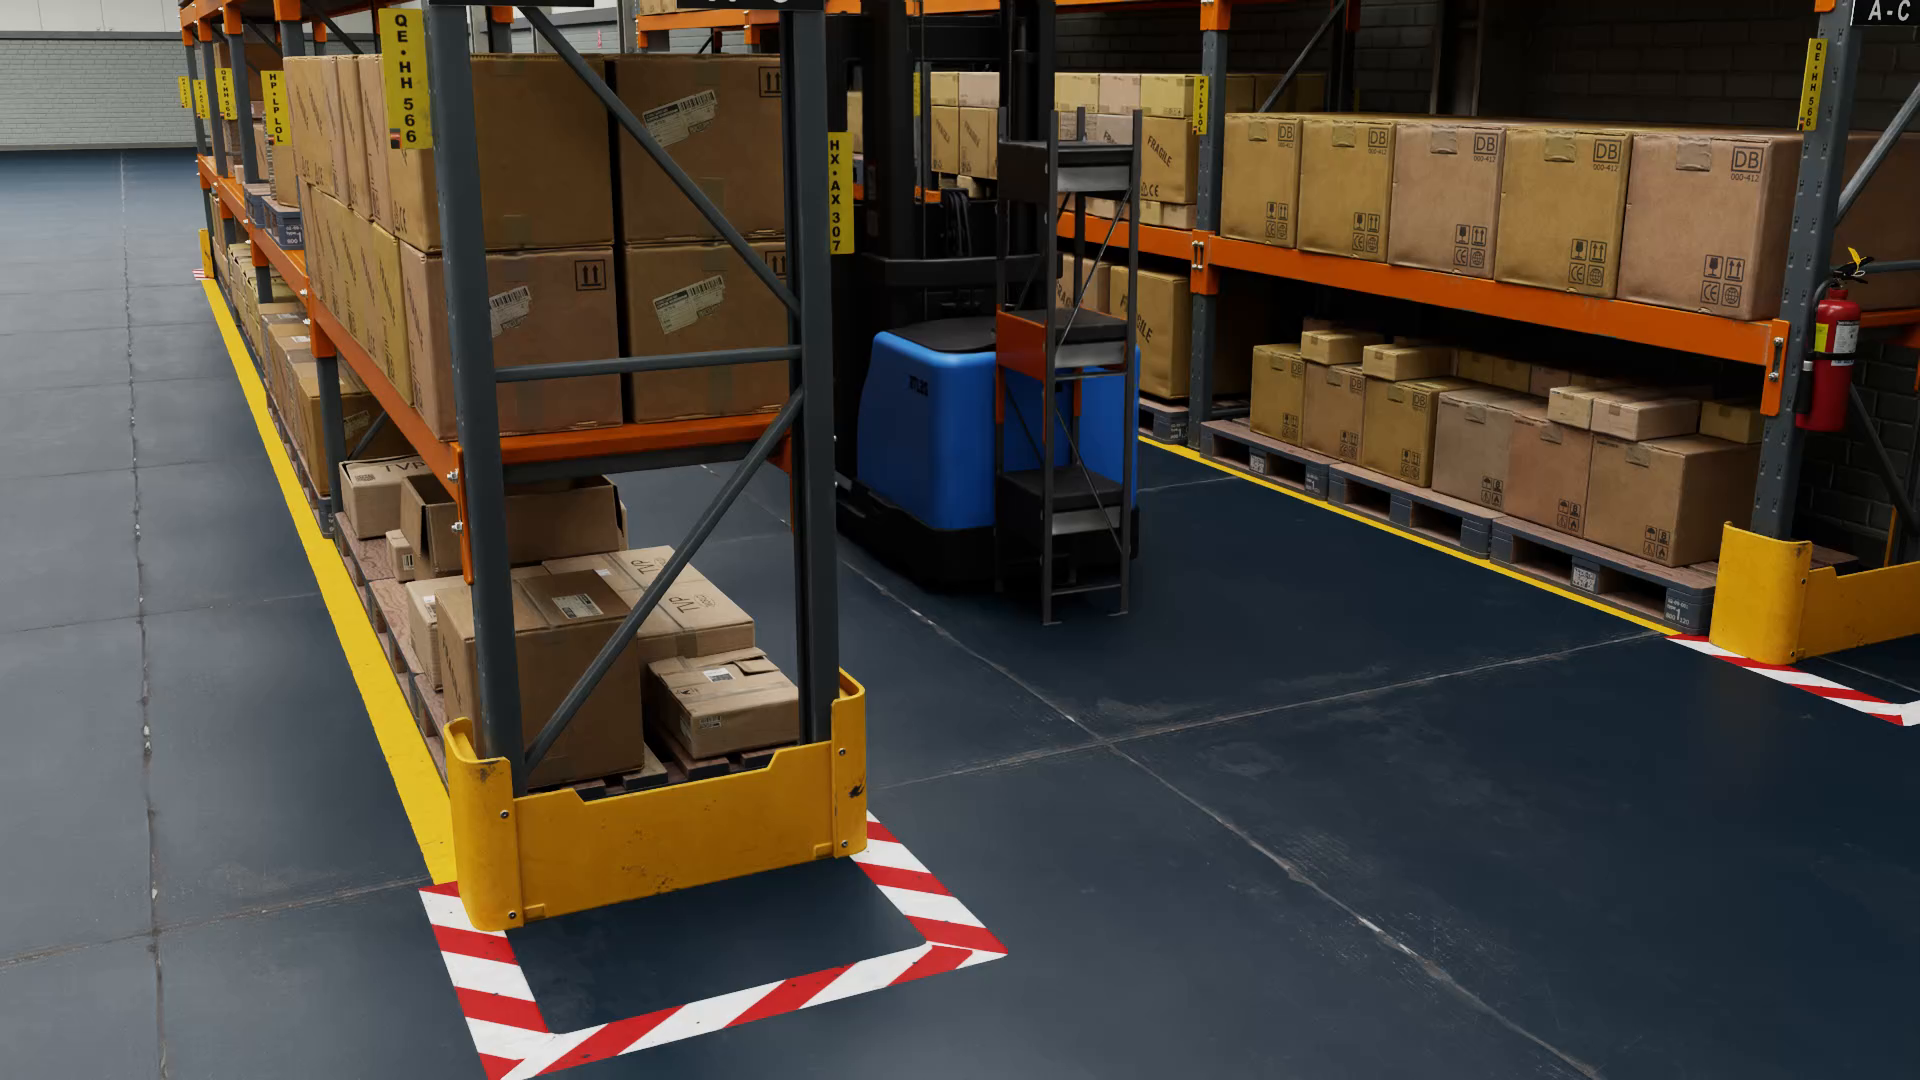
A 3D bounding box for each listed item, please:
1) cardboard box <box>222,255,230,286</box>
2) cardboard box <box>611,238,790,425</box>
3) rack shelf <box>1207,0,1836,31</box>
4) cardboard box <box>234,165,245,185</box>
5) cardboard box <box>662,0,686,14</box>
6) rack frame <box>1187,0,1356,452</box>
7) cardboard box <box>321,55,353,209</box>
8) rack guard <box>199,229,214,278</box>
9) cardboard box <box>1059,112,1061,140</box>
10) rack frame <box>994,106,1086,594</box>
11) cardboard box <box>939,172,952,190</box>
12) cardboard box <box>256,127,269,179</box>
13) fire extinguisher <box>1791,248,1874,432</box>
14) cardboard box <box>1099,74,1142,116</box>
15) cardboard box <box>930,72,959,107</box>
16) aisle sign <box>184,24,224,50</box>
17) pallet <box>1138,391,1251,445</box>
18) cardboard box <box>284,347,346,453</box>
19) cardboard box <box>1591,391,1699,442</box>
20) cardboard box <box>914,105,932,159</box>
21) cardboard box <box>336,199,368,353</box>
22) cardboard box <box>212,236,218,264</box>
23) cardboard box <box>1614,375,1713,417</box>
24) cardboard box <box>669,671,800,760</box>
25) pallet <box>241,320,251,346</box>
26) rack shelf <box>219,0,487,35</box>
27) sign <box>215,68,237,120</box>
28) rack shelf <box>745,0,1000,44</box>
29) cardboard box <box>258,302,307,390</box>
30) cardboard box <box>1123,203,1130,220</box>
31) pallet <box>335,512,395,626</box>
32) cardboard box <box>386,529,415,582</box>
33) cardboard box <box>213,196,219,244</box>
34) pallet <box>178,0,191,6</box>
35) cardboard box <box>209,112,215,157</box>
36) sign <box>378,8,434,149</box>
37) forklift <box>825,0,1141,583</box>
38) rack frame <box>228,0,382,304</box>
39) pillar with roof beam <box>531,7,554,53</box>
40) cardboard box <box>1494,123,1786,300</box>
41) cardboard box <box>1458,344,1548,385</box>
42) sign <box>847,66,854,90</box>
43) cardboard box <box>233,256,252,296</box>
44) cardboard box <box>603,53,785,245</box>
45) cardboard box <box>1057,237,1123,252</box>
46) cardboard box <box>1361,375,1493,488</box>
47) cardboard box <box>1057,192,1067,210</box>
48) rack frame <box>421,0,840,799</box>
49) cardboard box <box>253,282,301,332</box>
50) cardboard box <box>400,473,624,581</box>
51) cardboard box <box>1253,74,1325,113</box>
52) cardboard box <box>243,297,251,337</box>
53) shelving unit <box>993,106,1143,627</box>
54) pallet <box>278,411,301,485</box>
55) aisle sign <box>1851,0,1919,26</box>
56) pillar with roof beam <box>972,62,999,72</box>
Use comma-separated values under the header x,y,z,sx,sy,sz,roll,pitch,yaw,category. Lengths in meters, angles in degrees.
x,y,z,sx,sy,sz,roll,pitch,yaw,category
-6.925,-2.654,16.284,0.500,0.250,0.500,-8,18,-25,cardboard box
-0.783,-0.652,4.904,0.500,0.500,0.500,-7,18,-24,cardboard box
2.749,-2.654,7.927,1.077,0.370,4.000,-8,18,-25,rack shelf
-5.878,-3.073,13.975,0.380,0.149,0.250,-8,18,-25,cardboard box
-3.028,-6.150,18.587,0.500,0.500,0.500,-7,17,-22,cardboard box
1.873,-2.054,9.969,1.000,3.000,0.127,-8,18,-25,rack frame
-1.946,-1.449,5.867,0.500,0.500,0.500,-7,17,-23,cardboard box
-7.846,-3.234,18.614,1.175,0.500,0.348,-8,18,-25,rack guard
0.776,-2.712,11.508,0.500,0.500,0.500,-7,17,-23,cardboard box
0.340,-0.790,7.196,0.400,2.100,0.015,-7,17,-22,rack frame
0.057,-2.825,13.075,0.380,0.149,0.250,-8,18,-26,cardboard box
-5.080,-2.908,12.765,0.500,0.500,0.500,-9,18,-28,cardboard box
3.277,-0.752,6.250,0.296,0.674,0.183,-8,18,-25,fire extinguisher
1.223,-2.828,10.550,0.500,0.250,0.500,-7,18,-24,cardboard box
0.101,-3.456,12.739,0.500,0.250,0.500,-7,18,-24,cardboard box
-8.139,-5.658,17.818,0.394,0.787,0.004,-8,18,-25,aisle sign
1.467,-0.896,10.989,1.003,0.211,1.213,-8,18,-25,pallet
-3.480,-0.800,9.334,0.500,0.500,0.500,-7,18,-24,cardboard box
3.009,-0.545,7.307,0.380,0.149,0.250,-8,18,-26,cardboard box
-0.094,-3.420,13.753,0.700,0.500,0.500,-10,19,-31,cardboard box
-1.931,-0.966,5.998,0.500,0.500,0.500,-8,18,-26,cardboard box
-7.800,-3.150,18.013,0.500,0.250,0.500,-8,18,-25,cardboard box
3.241,-0.654,7.687,0.380,0.149,0.250,-8,18,-25,cardboard box
-0.700,0.551,5.263,0.380,0.149,0.250,-8,18,-25,cardboard box
-5.725,-1.920,14.557,1.003,0.211,1.213,-8,18,-25,pallet
-3.454,-3.046,9.294,1.077,0.370,4.000,-8,18,-25,rack shelf
-4.828,-2.935,10.940,0.100,0.325,0.005,-8,18,-25,sign
-0.755,-4.637,14.839,1.077,0.370,4.000,-8,18,-25,rack shelf
-4.388,-1.309,11.107,0.500,0.500,0.500,-7,17,-23,cardboard box
1.266,-2.122,10.625,0.380,0.149,0.250,-7,17,-23,cardboard box
-2.278,0.057,7.671,1.003,0.211,1.213,-8,18,-25,pallet
-2.201,0.040,7.013,0.380,0.166,0.250,-8,18,-25,cardboard box
-7.349,-3.264,17.052,0.500,0.500,0.500,-8,18,-25,cardboard box
-7.549,-5.651,17.225,1.003,0.211,1.213,-8,18,-25,pallet
-7.642,-4.360,17.826,0.700,0.500,0.500,-8,18,-25,cardboard box
-1.333,-1.109,4.004,0.100,0.325,0.005,-8,18,-25,sign
-0.212,-1.583,8.454,1.130,2.935,3.031,-7,17,-22,forklift
-4.330,-2.446,11.336,1.000,3.000,0.127,-8,18,-25,rack frame
-11.427,-10.299,27.826,9.100,9.000,0.400,-8,18,-25,pillar with roof beam
3.064,-1.510,7.532,0.980,0.700,0.700,-8,18,-25,cardboard box
2.796,-0.906,8.563,0.380,0.149,0.250,-8,18,-26,cardboard box
-1.134,-4.662,16.959,0.100,0.325,0.005,-8,18,-25,sign
-5.683,-2.202,13.693,0.500,0.311,0.500,-8,18,-27,cardboard box
-0.783,-1.133,4.766,0.500,0.500,0.500,-7,17,-23,cardboard box
0.703,-1.798,12.214,0.750,0.750,0.750,-8,18,-25,cardboard box
2.549,-0.604,8.687,0.700,0.500,0.500,-7,18,-24,cardboard box
0.847,-2.380,11.524,0.380,0.149,0.250,-7,17,-23,cardboard box
-0.826,-0.462,4.424,1.000,3.000,0.127,-8,18,-25,rack frame
-4.781,-1.696,11.929,0.500,0.311,0.500,-7,17,-23,cardboard box
-1.750,0.000,6.542,0.797,0.503,0.637,-8,18,-25,cardboard box
1.906,-2.760,10.315,0.500,0.250,0.500,-7,17,-23,cardboard box
-5.455,-1.807,13.332,0.500,0.250,0.500,-7,18,-24,cardboard box
0.436,-0.728,6.980,0.431,2.100,0.503,-7,17,-22,shelving unit
-3.507,-0.614,10.007,1.003,0.211,1.213,-8,18,-25,pallet
3.387,-2.257,5.966,0.394,0.787,0.004,-8,18,-25,aisle sign
-3.541,-5.836,12.273,9.100,9.000,0.400,-8,18,-25,pillar with roof beam
